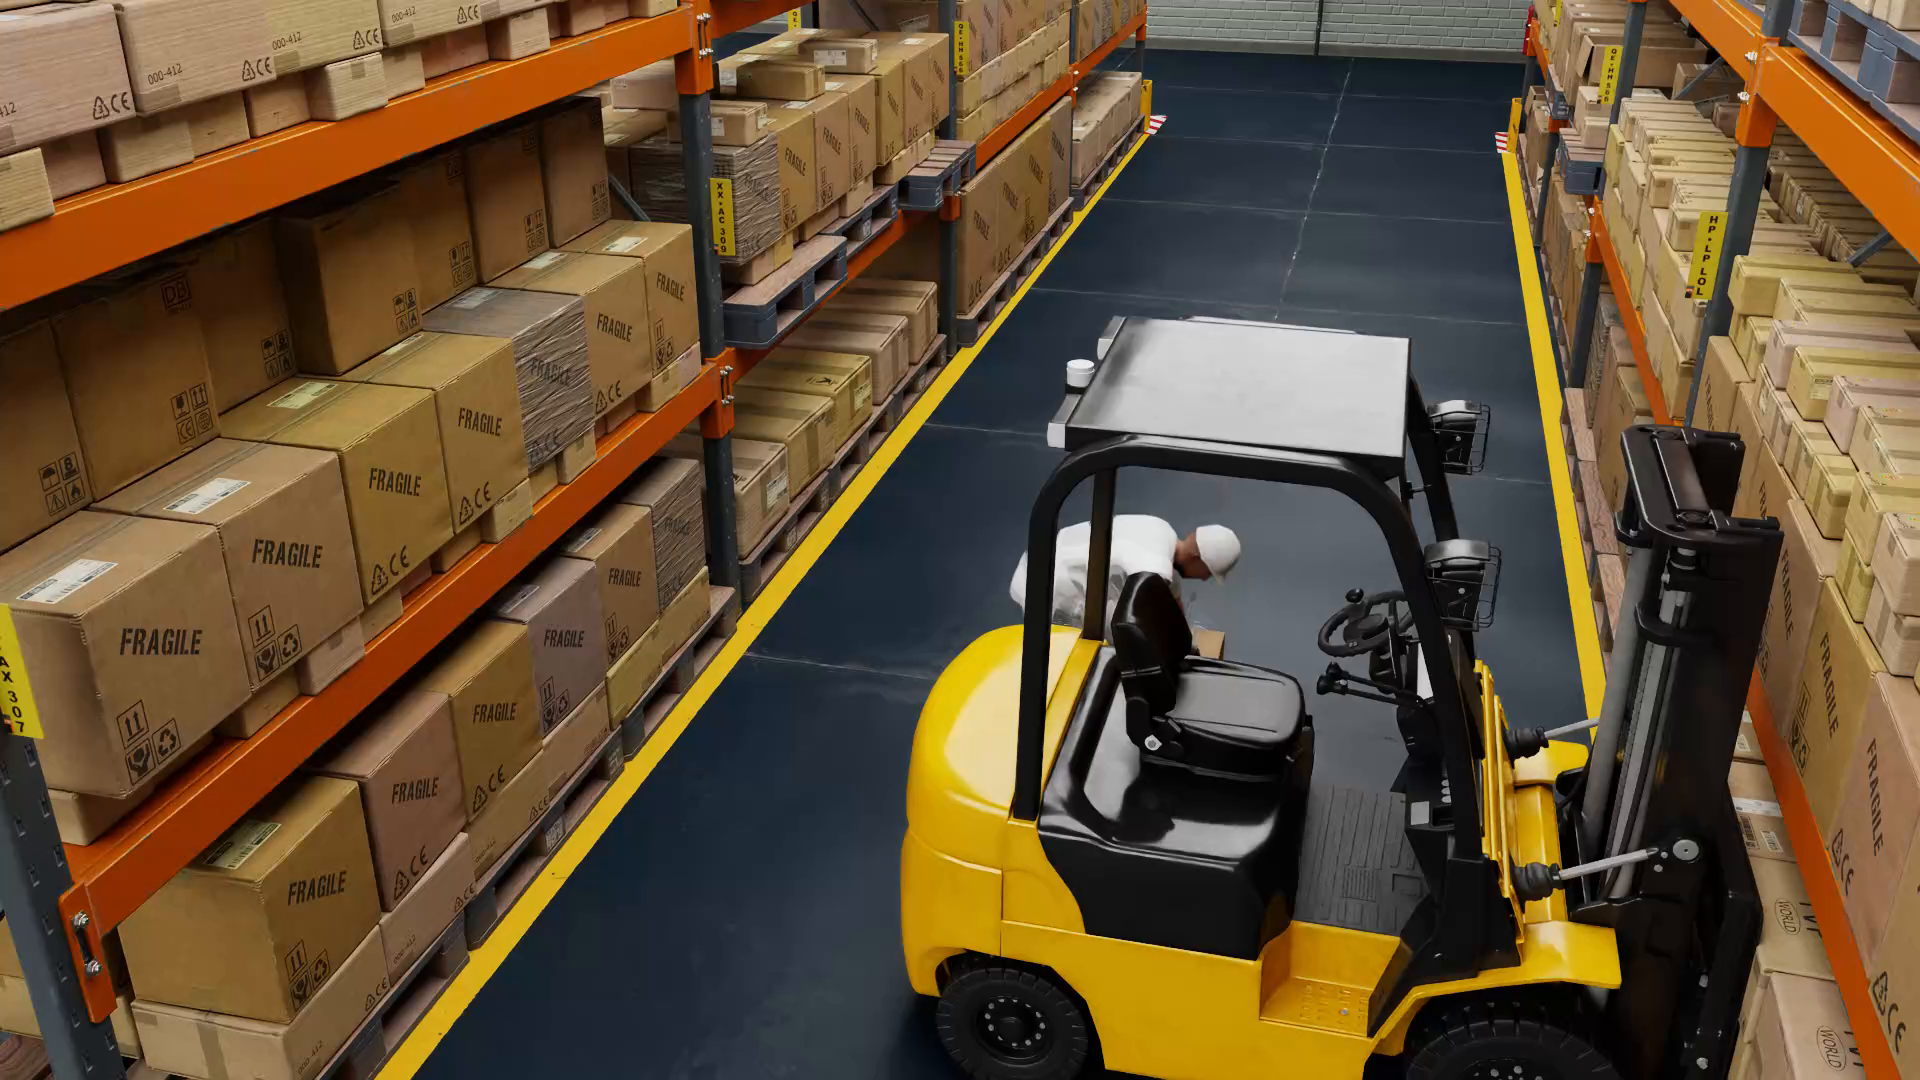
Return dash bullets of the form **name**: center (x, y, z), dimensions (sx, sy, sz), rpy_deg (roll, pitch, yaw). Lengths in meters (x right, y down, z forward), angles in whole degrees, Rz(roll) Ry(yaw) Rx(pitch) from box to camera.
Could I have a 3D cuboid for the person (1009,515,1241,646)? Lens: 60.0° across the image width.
- **person**: center (0.707, 0.292, 7.210), dimensions (0.962, 0.834, 0.552), rpy_deg (6, 26, 12)
